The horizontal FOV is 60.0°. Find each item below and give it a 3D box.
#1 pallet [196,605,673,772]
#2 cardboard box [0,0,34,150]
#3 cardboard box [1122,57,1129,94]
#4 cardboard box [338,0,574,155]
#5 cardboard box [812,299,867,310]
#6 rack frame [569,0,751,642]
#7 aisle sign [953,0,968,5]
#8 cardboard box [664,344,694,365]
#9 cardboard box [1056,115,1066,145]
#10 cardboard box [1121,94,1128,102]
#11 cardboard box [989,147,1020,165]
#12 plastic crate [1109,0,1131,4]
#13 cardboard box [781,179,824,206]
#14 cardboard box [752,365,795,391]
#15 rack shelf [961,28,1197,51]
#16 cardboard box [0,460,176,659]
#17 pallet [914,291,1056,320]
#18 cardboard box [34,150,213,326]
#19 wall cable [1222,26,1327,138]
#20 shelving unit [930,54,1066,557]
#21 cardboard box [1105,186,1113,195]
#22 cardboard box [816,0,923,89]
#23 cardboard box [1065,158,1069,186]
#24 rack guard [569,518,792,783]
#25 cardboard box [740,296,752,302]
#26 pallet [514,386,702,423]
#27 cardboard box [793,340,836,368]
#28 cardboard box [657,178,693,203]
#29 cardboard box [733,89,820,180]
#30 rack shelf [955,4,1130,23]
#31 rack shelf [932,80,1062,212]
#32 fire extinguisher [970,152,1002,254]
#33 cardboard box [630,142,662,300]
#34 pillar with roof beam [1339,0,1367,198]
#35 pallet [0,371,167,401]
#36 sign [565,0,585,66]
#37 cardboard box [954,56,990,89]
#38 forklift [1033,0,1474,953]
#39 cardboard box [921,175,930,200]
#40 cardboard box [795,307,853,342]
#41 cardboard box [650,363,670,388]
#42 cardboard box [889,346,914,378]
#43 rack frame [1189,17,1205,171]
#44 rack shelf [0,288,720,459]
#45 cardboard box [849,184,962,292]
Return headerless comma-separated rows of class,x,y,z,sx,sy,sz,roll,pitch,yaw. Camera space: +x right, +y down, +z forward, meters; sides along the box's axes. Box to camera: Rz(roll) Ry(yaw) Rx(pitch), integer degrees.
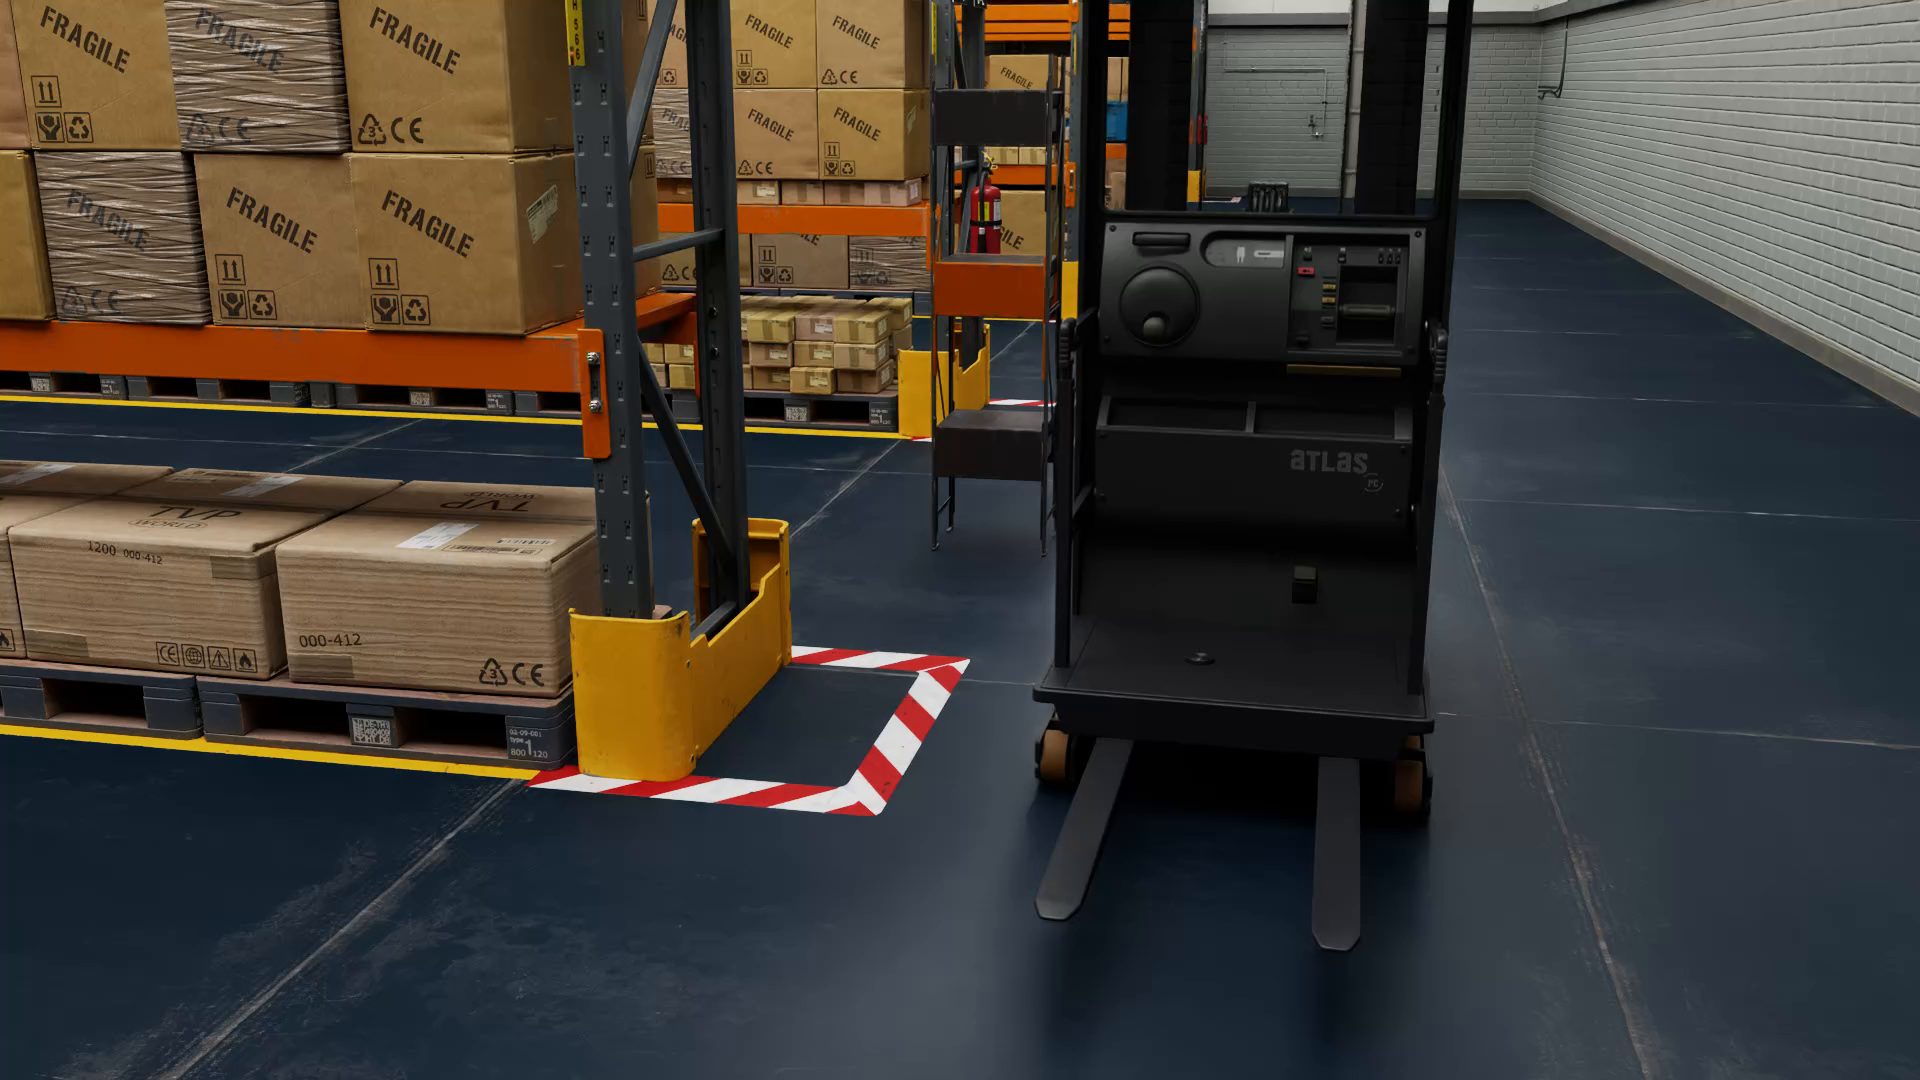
pallet,-1.697,0.432,5.537,1.213,0.211,1.003,3,16,11
cardboard box,-2.912,-1.458,5.075,0.500,0.500,0.500,3,16,11
cardboard box,2.564,-6.555,23.478,0.500,0.500,0.500,3,16,11
cardboard box,-1.417,-1.383,4.806,0.500,0.500,0.500,4,16,13
cardboard box,-0.750,-1.405,10.385,0.250,0.149,0.380,3,16,12
rack frame,-0.897,-0.890,5.085,0.127,3.000,1.000,3,16,11
aisle sign,0.002,-3.361,9.135,0.004,0.787,0.394,3,16,11
cardboard box,-1.604,-1.167,10.082,0.250,0.149,0.380,3,16,12
cardboard box,0.661,-3.650,14.772,0.500,0.250,0.500,3,16,10
cardboard box,2.562,-6.074,23.615,0.500,0.500,0.500,4,16,13
cardboard box,0.408,-3.307,14.284,0.250,0.149,0.380,3,16,12
plastic crate,1.743,-6.254,19.076,0.590,0.269,0.497,3,16,11
cardboard box,-0.871,-2.045,9.726,0.250,0.149,0.380,3,16,11
cardboard box,-1.081,-1.016,10.094,0.250,0.149,0.380,3,16,11
rack shelf,2.079,-8.575,28.557,4.000,0.370,1.077,3,16,11
cardboard box,-3.346,0.039,5.746,0.875,0.438,0.875,3,16,9
pallet,0.278,-2.160,14.896,1.213,0.211,1.003,3,16,11
cardboard box,-2.418,-0.950,5.115,0.500,0.500,0.500,4,16,13
wall cable,5.482,-8.039,28.990,1.851,1.984,0.084,3,16,11
shelving unit,0.162,-1.003,7.180,0.503,2.100,0.431,3,16,11
cardboard box,2.089,-5.090,24.576,0.500,0.250,0.500,3,16,11
cardboard box,-0.508,-2.823,9.446,0.500,0.500,0.500,3,16,10
cardboard box,1.825,-6.458,29.083,0.500,0.500,0.700,3,16,12
rack guard,-0.874,0.316,5.415,0.348,0.500,1.175,3,16,11
cardboard box,-1.501,-1.461,10.586,0.250,0.149,0.380,4,16,13
pallet,-2.065,-0.968,10.592,1.213,0.211,1.003,3,16,11
cardboard box,-0.829,-1.143,9.997,0.250,0.149,0.380,3,16,10
cardboard box,-1.631,-2.104,9.939,0.250,0.149,0.380,2,16,9
cardboard box,-1.005,-2.367,9.674,0.500,0.500,0.500,3,16,10
rack shelf,0.105,-5.983,19.201,4.000,0.370,1.077,3,16,11
rack shelf,0.162,-1.665,6.997,0.480,0.518,0.431,3,16,11
fire extinguisher,0.145,-1.839,9.355,0.183,0.674,0.296,3,16,11
cardboard box,-1.311,-1.039,5.435,0.500,0.500,0.500,3,16,11
pillar with roof beam,5.999,-9.217,23.910,0.400,9.000,9.100,3,16,11
pallet,-5.892,-1.164,11.300,1.213,0.211,1.003,3,16,11
sign,-1.019,-1.421,4.389,0.005,0.325,0.100,3,16,11
cardboard box,0.171,-4.038,14.768,0.500,0.500,0.500,3,16,10
forklift,0.836,-0.742,4.679,1.130,2.935,3.031,3,16,12
cardboard box,-0.262,-2.172,10.185,0.250,0.149,0.380,3,16,11
cardboard box,-0.814,-1.296,9.990,0.250,0.149,0.380,3,16,12
cardboard box,-1.852,-1.043,10.190,0.250,0.149,0.380,3,16,12
cardboard box,-0.460,-1.130,10.507,0.250,0.149,0.380,3,16,12
rack frame,4.039,-7.370,28.478,0.127,3.000,1.000,3,16,11
rack shelf,-2.857,-0.650,5.566,4.000,0.370,1.077,3,16,11
cardboard box,-0.457,-2.722,14.894,0.875,0.875,0.875,3,16,11
